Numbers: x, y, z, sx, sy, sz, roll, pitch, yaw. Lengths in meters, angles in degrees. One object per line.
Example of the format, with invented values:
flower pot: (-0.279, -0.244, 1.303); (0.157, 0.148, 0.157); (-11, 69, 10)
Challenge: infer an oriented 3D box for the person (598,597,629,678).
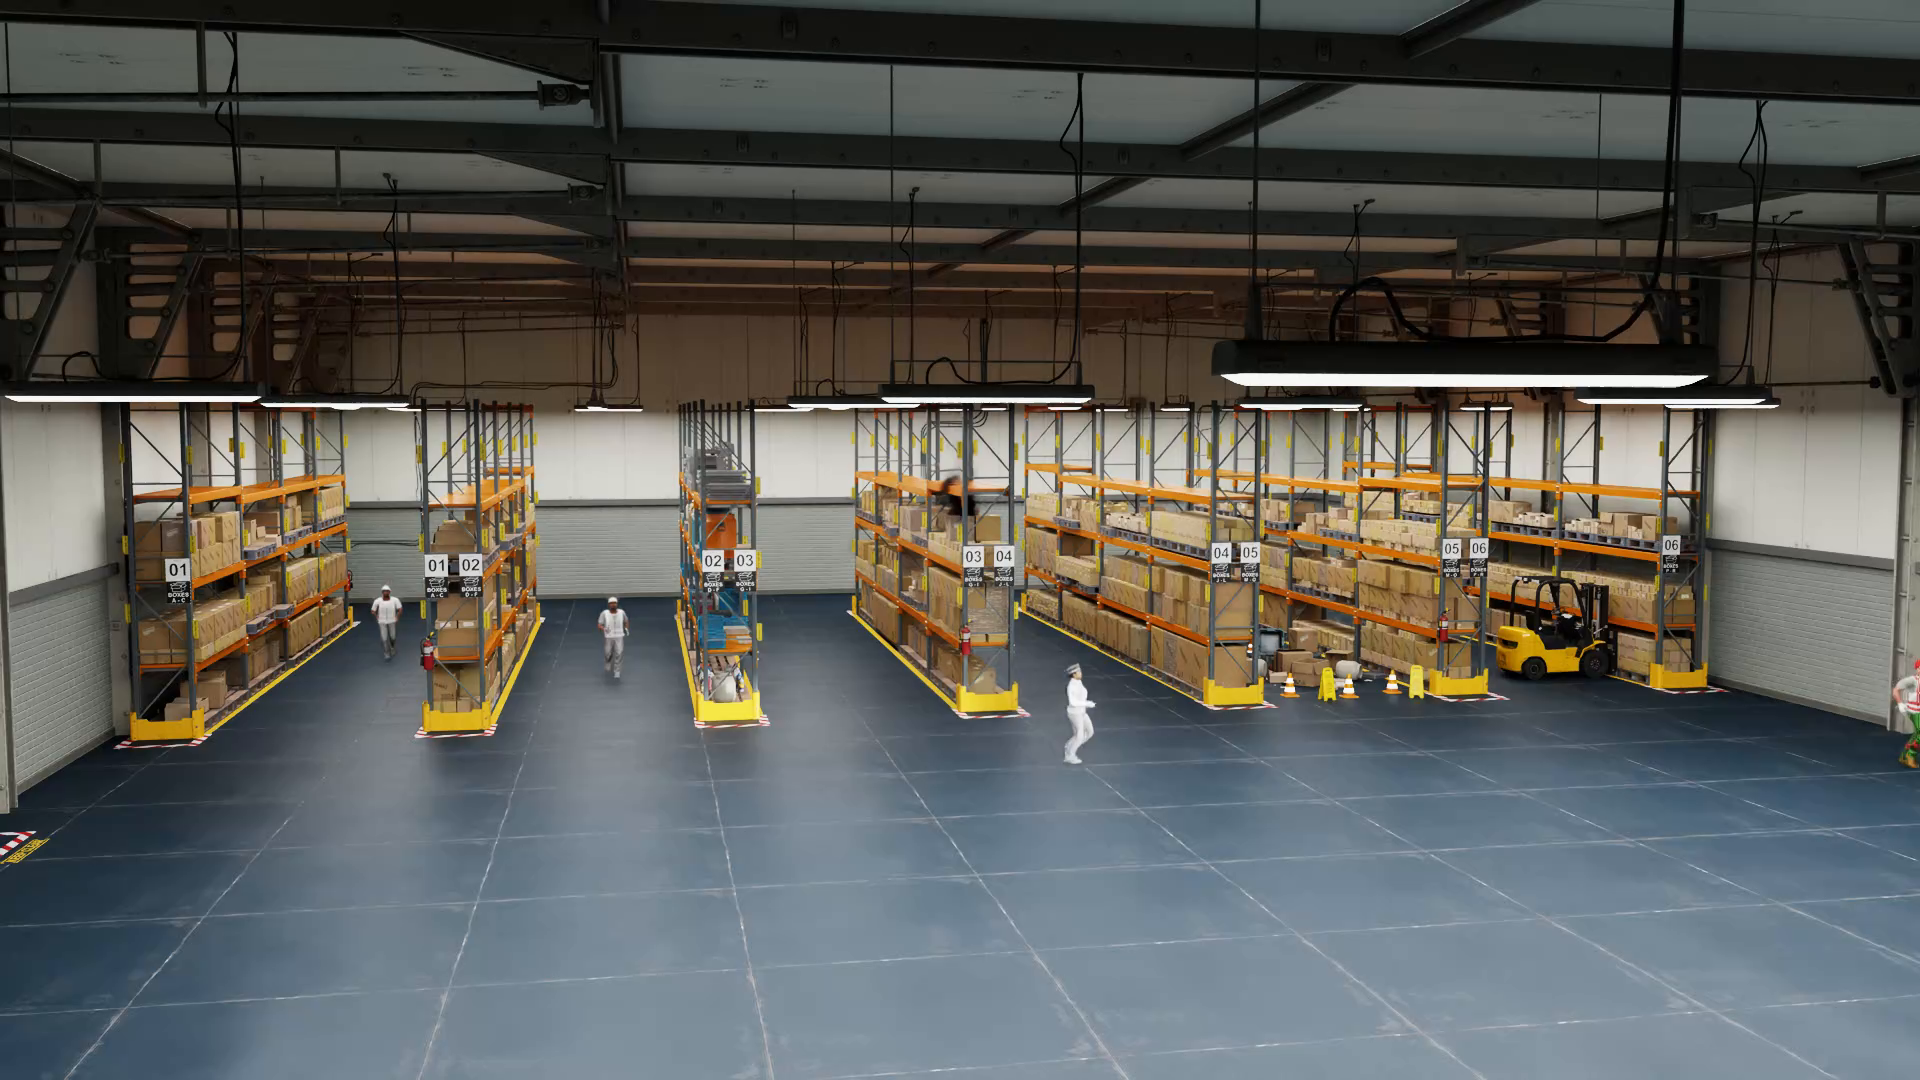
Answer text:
person: (-7.541, 2.118, 36.252); (0.692, 1.746, 0.789); (-2, 5, -20)

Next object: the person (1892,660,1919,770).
person: (15.529, 2.814, 26.849); (0.648, 1.784, 0.695); (-2, 5, -23)

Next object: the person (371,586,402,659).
person: (-13.389, 1.927, 38.862); (0.692, 1.720, 0.591); (-1, 5, -19)

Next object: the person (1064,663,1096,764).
person: (1.974, 2.831, 27.202); (0.554, 1.655, 0.602); (1, 4, 16)
